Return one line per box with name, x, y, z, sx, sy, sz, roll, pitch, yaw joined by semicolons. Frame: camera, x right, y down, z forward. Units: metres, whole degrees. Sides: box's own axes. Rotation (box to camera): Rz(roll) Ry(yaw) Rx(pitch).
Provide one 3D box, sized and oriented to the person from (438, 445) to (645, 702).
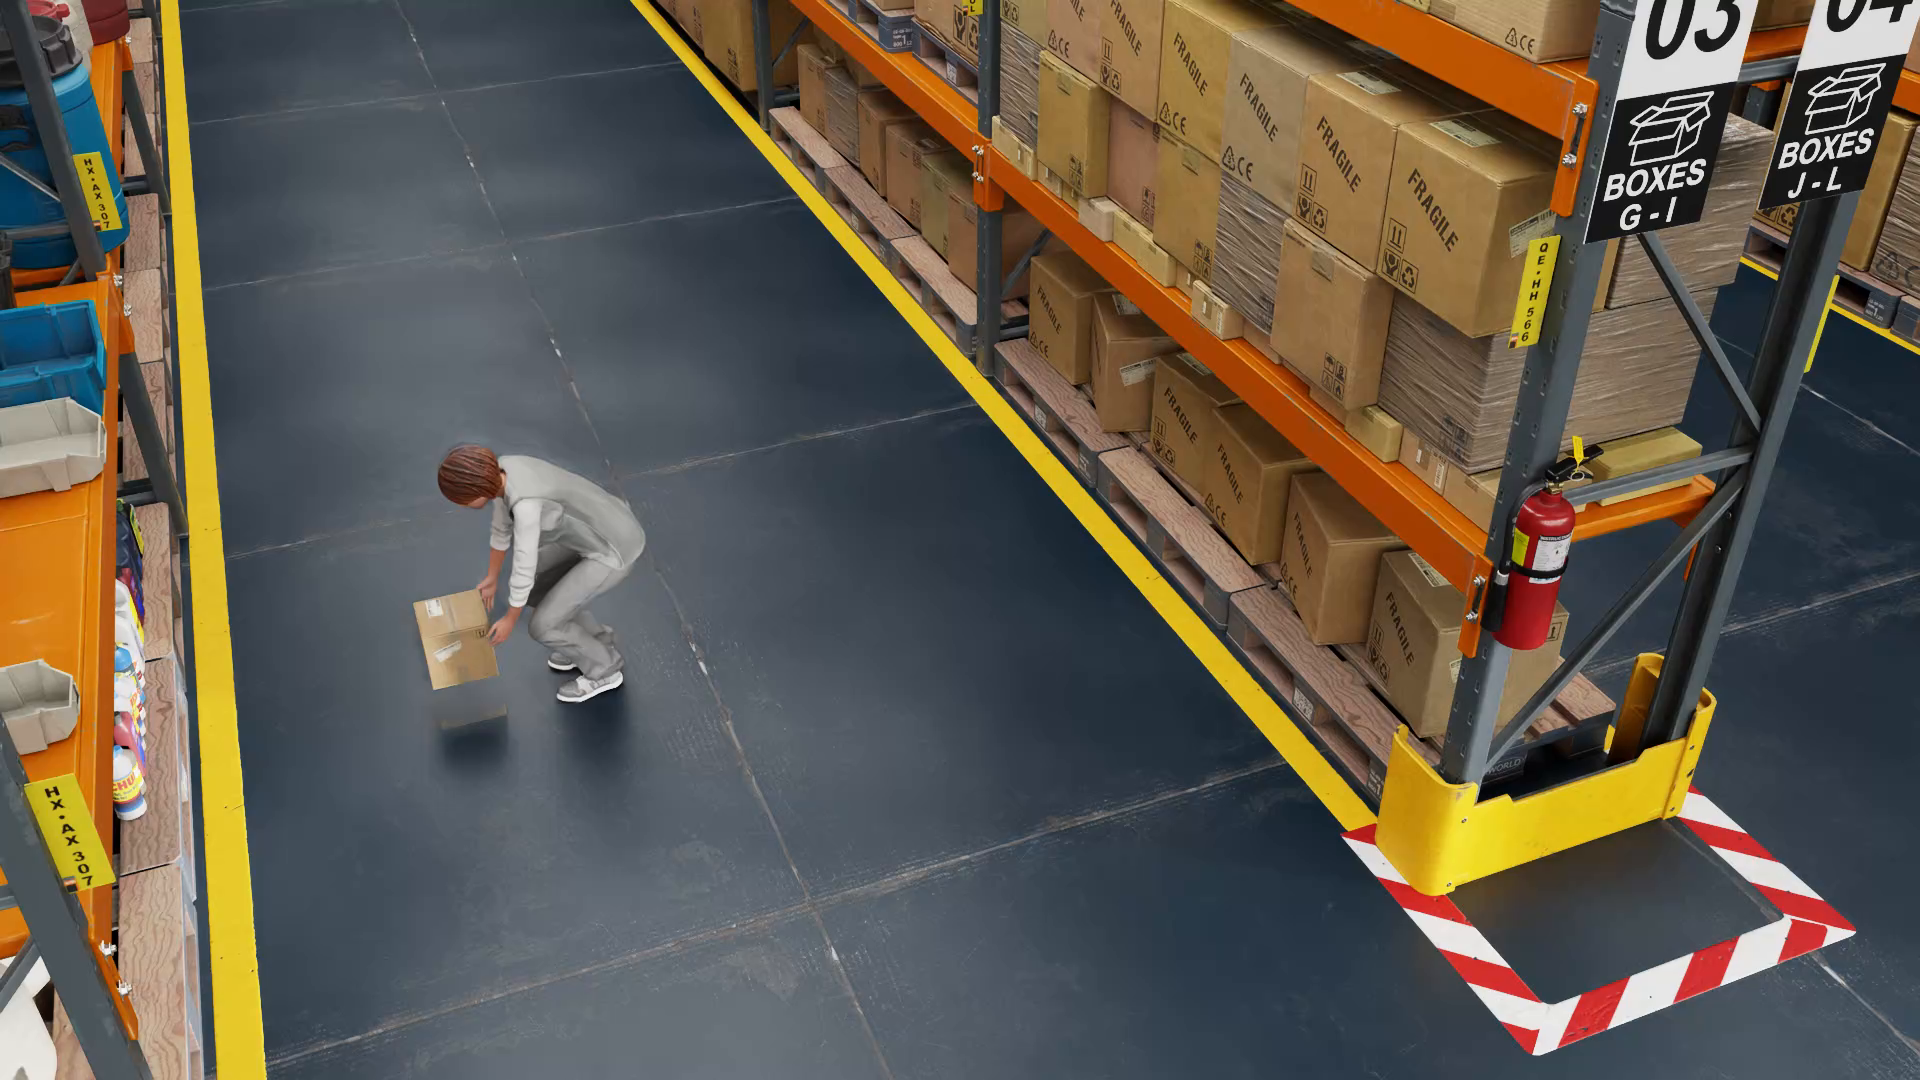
person;-1.558;0.107;6.398;0.721;1.148;0.463;-13;36;-19
